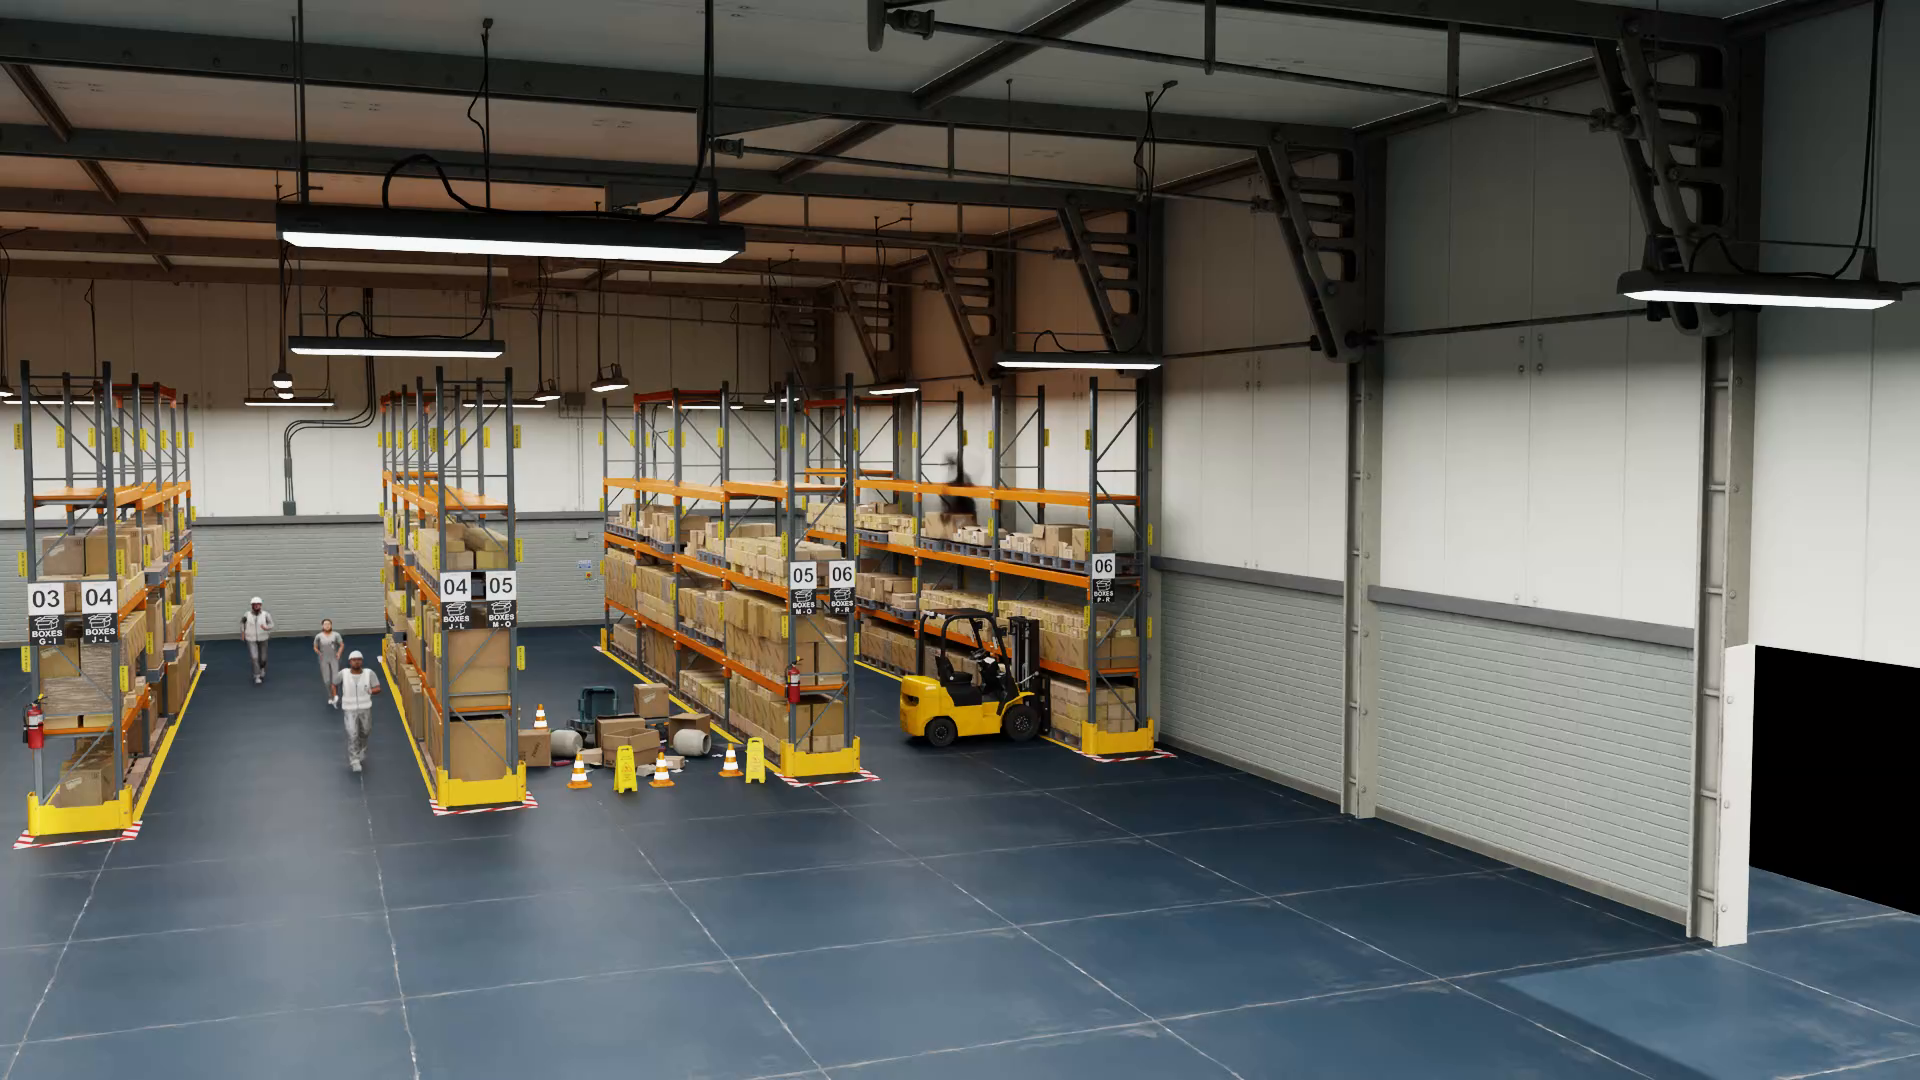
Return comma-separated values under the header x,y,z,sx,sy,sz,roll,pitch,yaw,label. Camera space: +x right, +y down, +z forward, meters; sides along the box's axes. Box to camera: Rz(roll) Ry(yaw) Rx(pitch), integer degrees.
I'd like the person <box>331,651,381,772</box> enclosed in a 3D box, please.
x,y,z,sx,sy,sz,roll,pitch,yaw,label
-9.156,2.563,25.254,0.687,1.767,1.001,-2,4,-27,person

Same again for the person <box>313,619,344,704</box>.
x,y,z,sx,sy,sz,roll,pitch,yaw,label
-11.903,2.294,31.367,0.539,1.626,0.541,-1,4,-20,person

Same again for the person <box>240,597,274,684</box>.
x,y,z,sx,sy,sz,roll,pitch,yaw,label
-14.461,2.045,34.222,0.659,1.755,0.914,-2,4,-24,person
